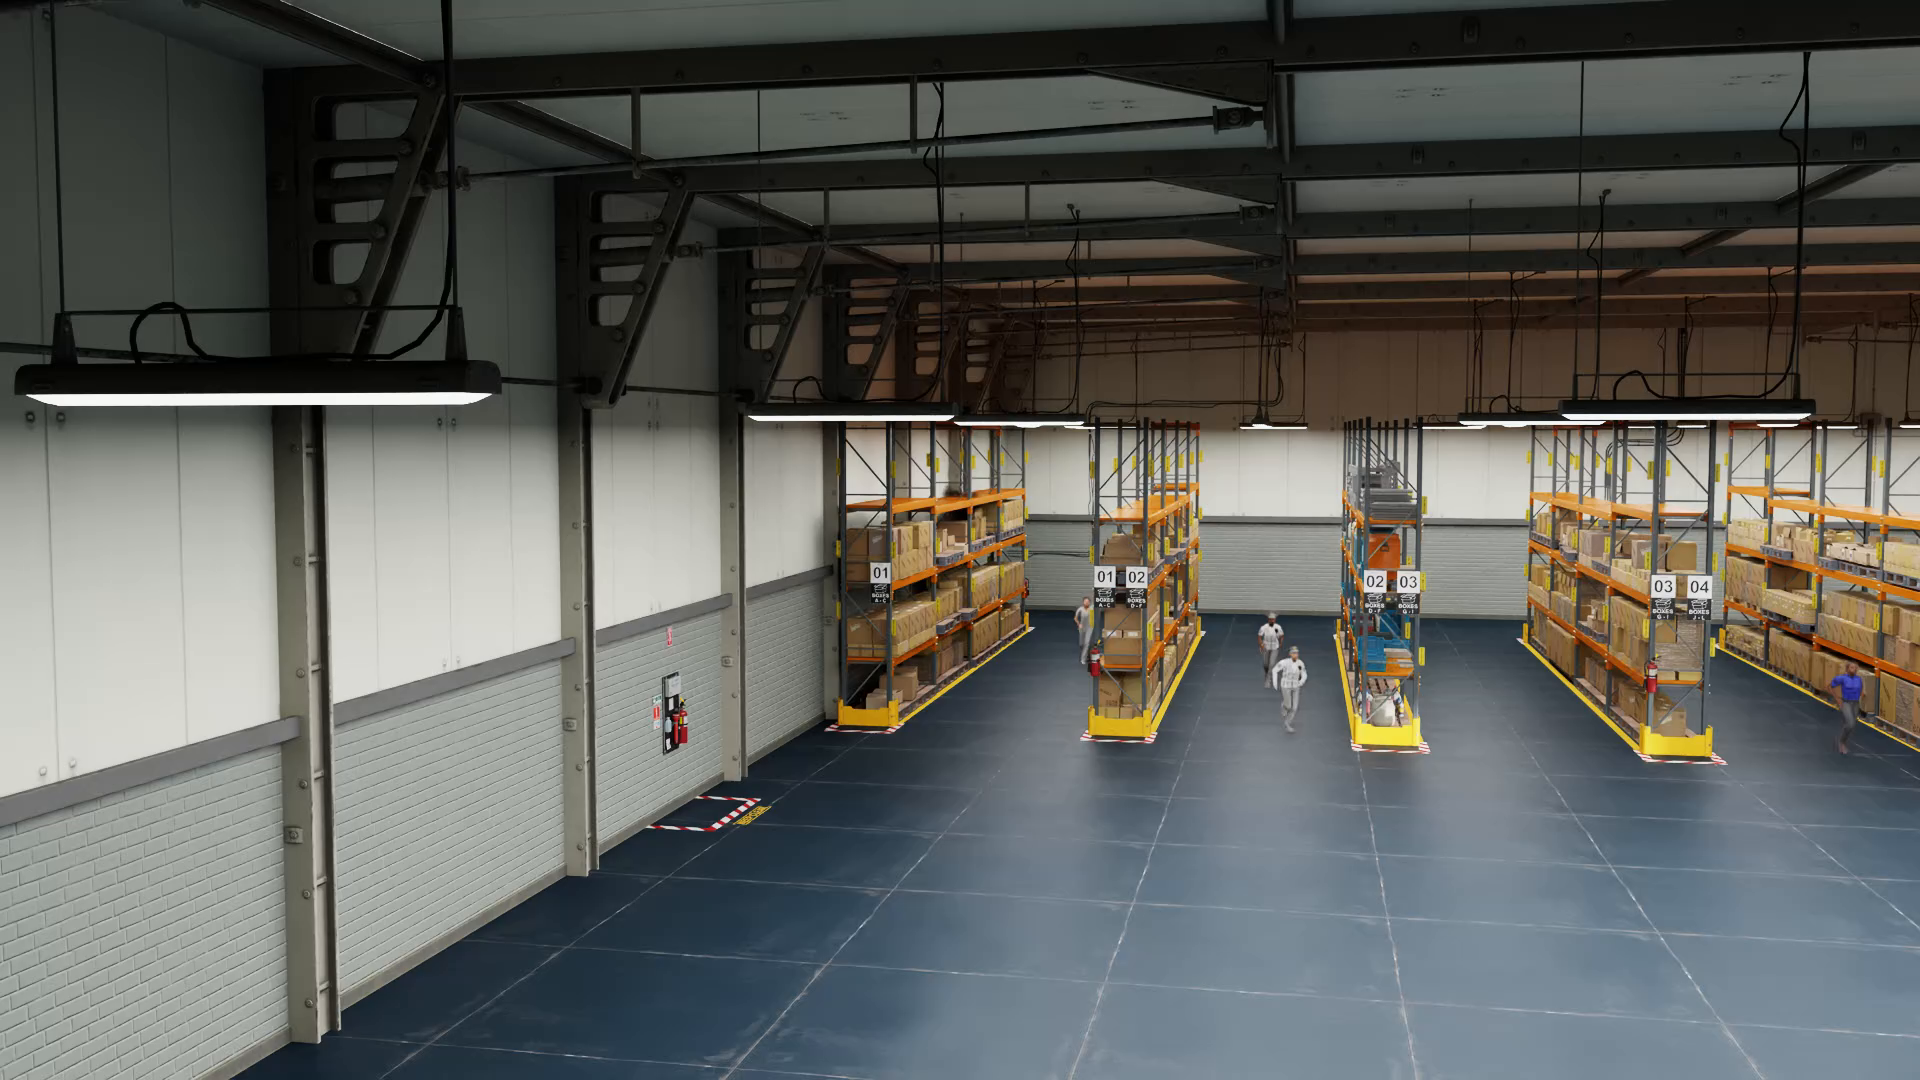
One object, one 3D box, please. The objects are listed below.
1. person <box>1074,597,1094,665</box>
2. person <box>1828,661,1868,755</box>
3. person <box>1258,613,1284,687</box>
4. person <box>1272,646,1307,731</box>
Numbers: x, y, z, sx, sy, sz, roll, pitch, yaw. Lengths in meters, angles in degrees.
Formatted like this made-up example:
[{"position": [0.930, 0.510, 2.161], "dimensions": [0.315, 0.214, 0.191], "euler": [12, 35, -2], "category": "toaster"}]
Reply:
[{"position": [3.137, 2.234, 41.322], "dimensions": [0.589, 1.646, 0.878], "euler": [0, 4, 5], "category": "person"}, {"position": [15.820, 2.998, 29.575], "dimensions": [0.550, 1.661, 0.691], "euler": [-1, 4, -9], "category": "person"}, {"position": [7.034, 2.466, 37.614], "dimensions": [0.599, 1.673, 0.700], "euler": [1, 4, 9], "category": "person"}, {"position": [6.346, 2.847, 31.960], "dimensions": [0.653, 1.650, 0.641], "euler": [0, 4, -6], "category": "person"}]
